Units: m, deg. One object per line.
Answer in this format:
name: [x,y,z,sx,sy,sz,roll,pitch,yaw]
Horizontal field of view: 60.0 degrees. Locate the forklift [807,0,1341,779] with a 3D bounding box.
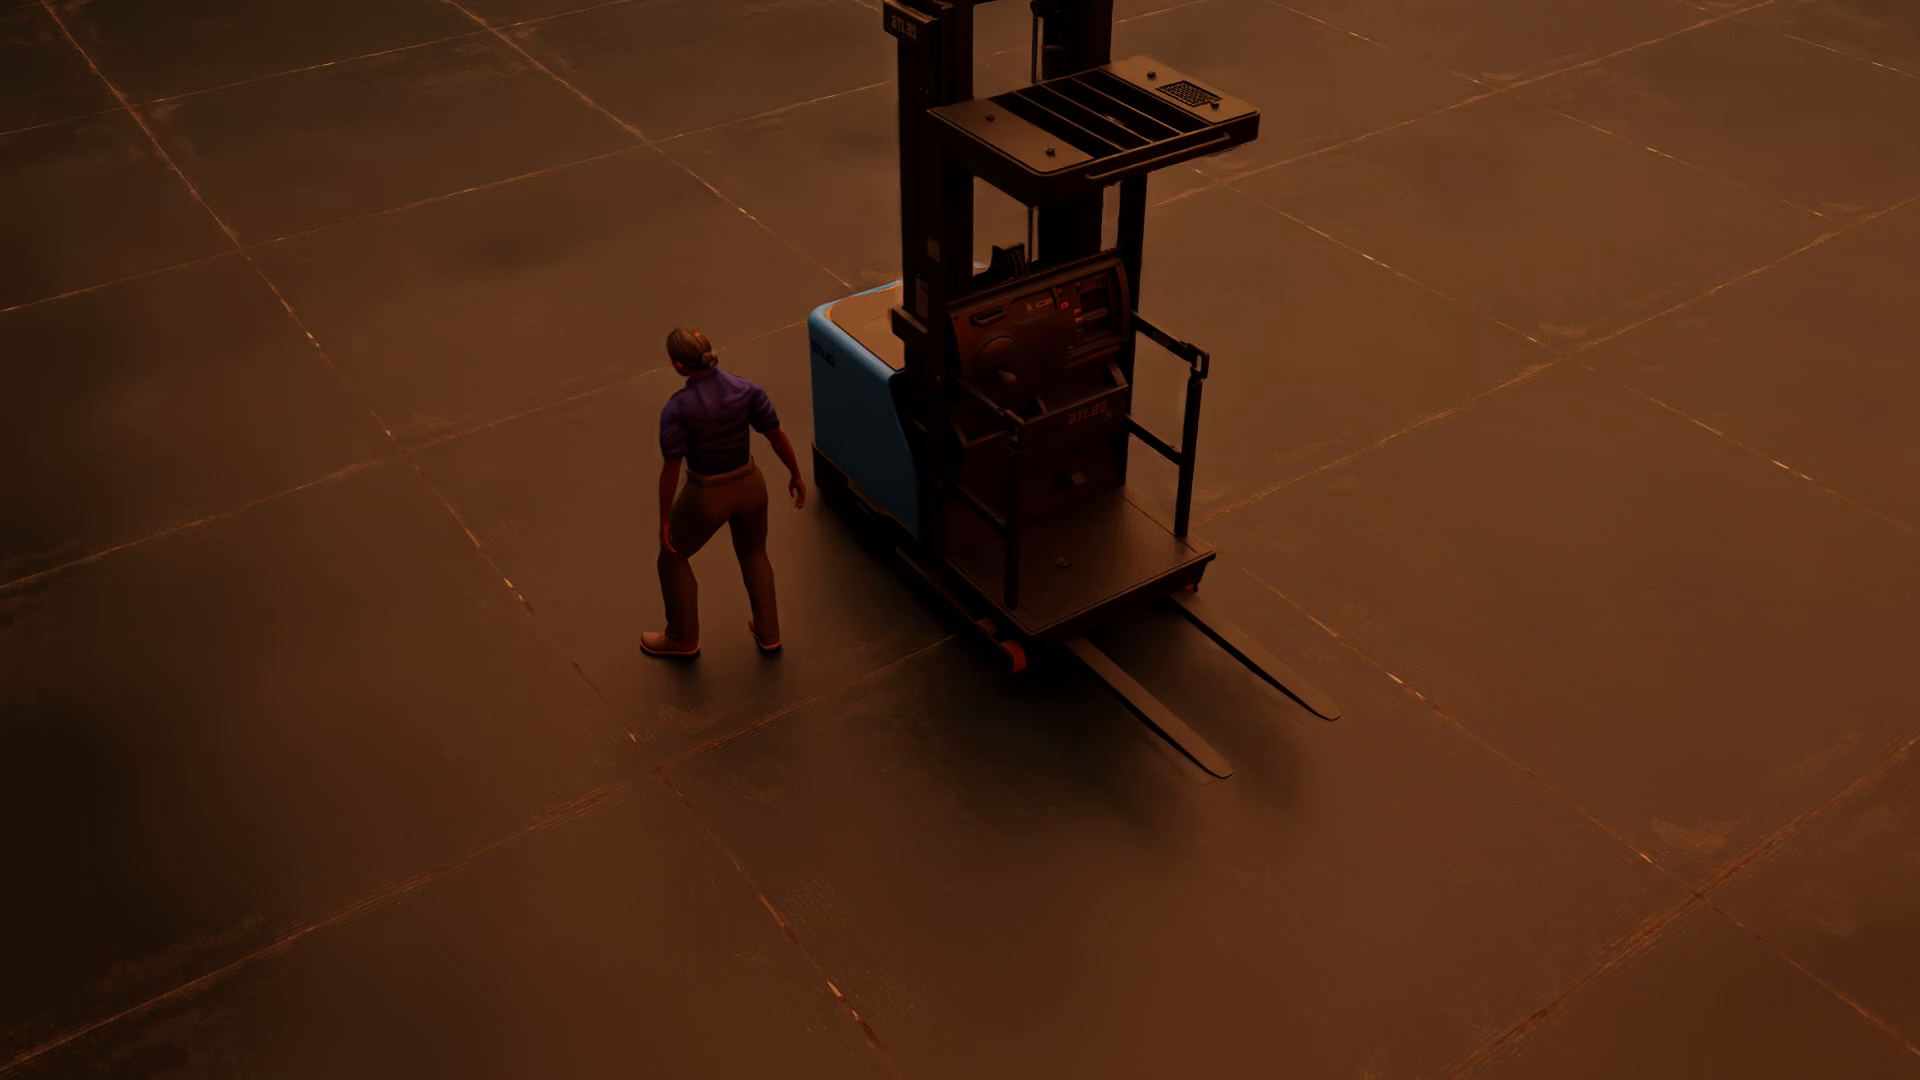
forklift: [0.483,-0.887,7.144,1.130,2.935,3.031,-22,42,-27]

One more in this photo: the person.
person: [-1.074,-0.184,7.312,0.793,1.628,0.391,-18,40,-22]
